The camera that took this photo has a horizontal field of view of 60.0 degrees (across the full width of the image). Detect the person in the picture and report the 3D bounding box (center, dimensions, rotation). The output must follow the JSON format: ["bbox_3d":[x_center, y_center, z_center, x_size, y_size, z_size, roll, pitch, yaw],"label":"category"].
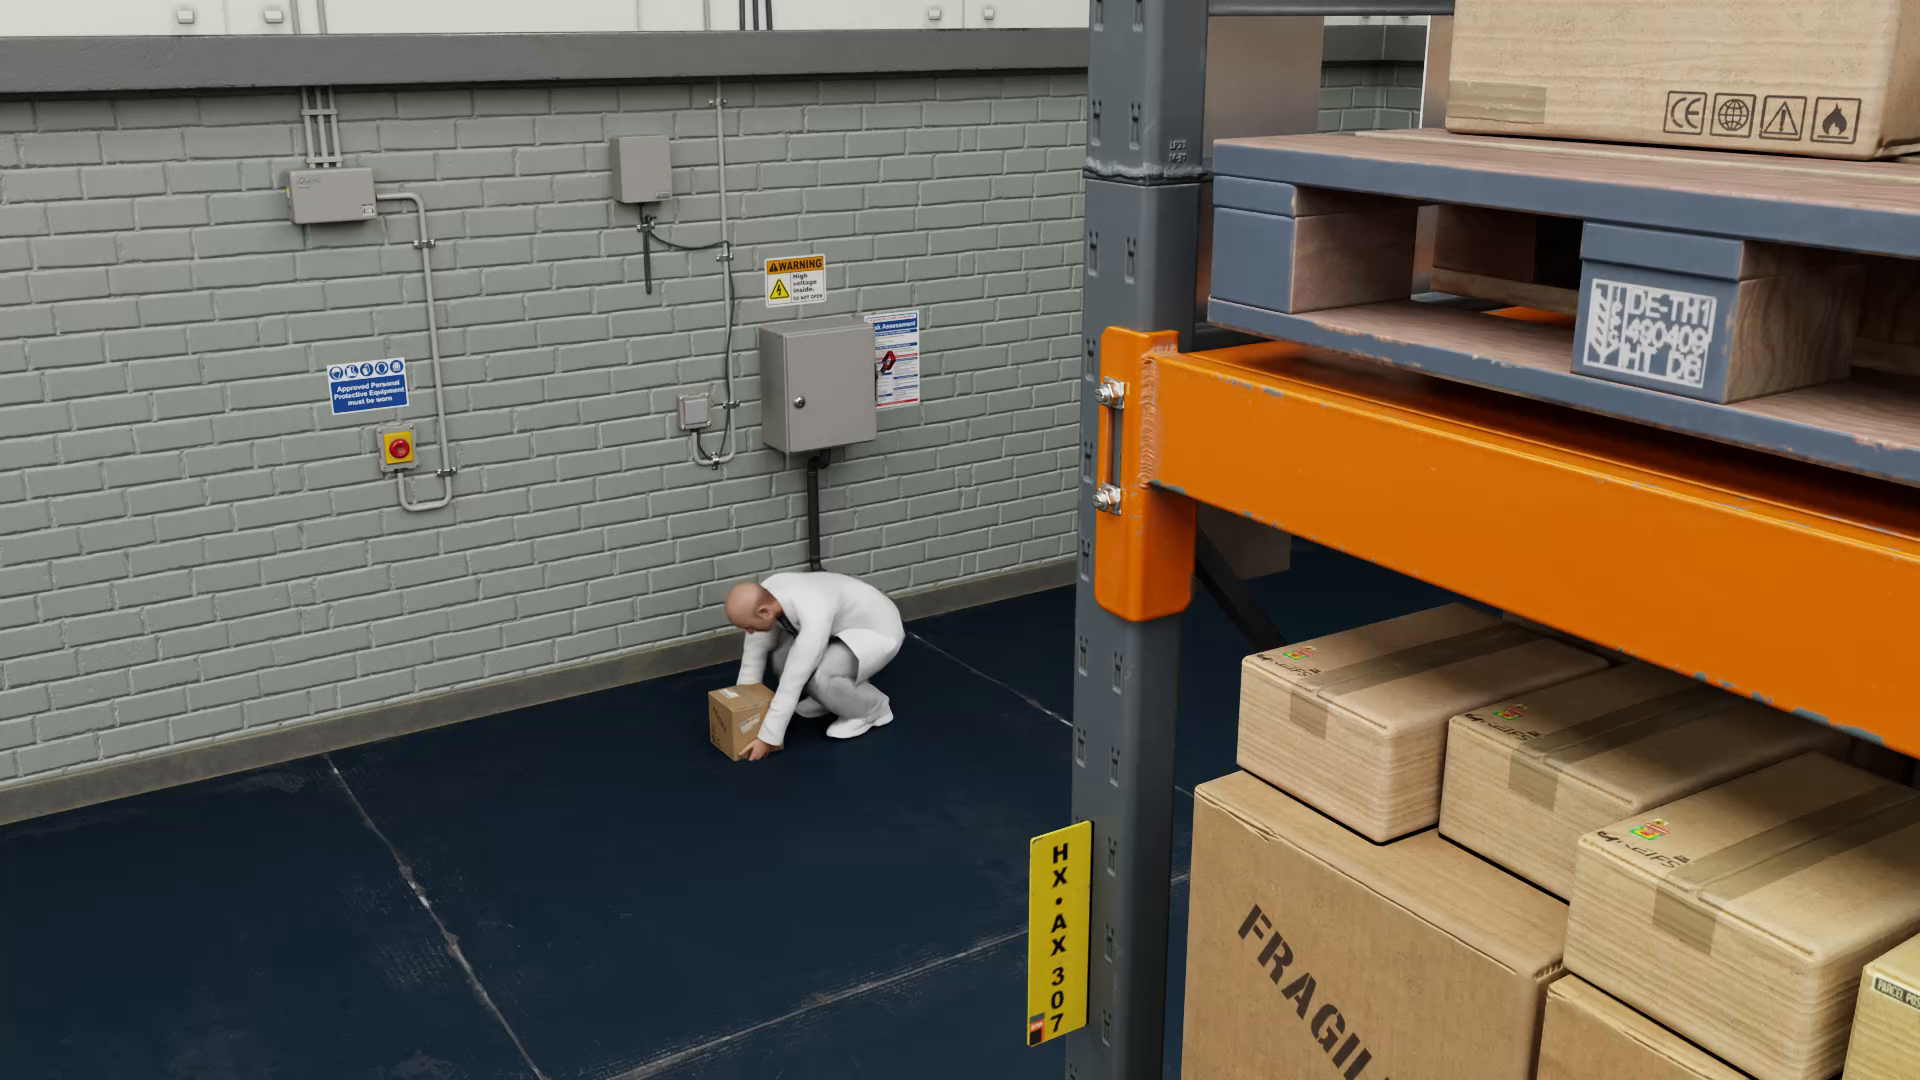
[{"bbox_3d":[-0.678,0.537,7.641,0.922,0.883,0.581,-12,21,-32],"label":"person"}]
